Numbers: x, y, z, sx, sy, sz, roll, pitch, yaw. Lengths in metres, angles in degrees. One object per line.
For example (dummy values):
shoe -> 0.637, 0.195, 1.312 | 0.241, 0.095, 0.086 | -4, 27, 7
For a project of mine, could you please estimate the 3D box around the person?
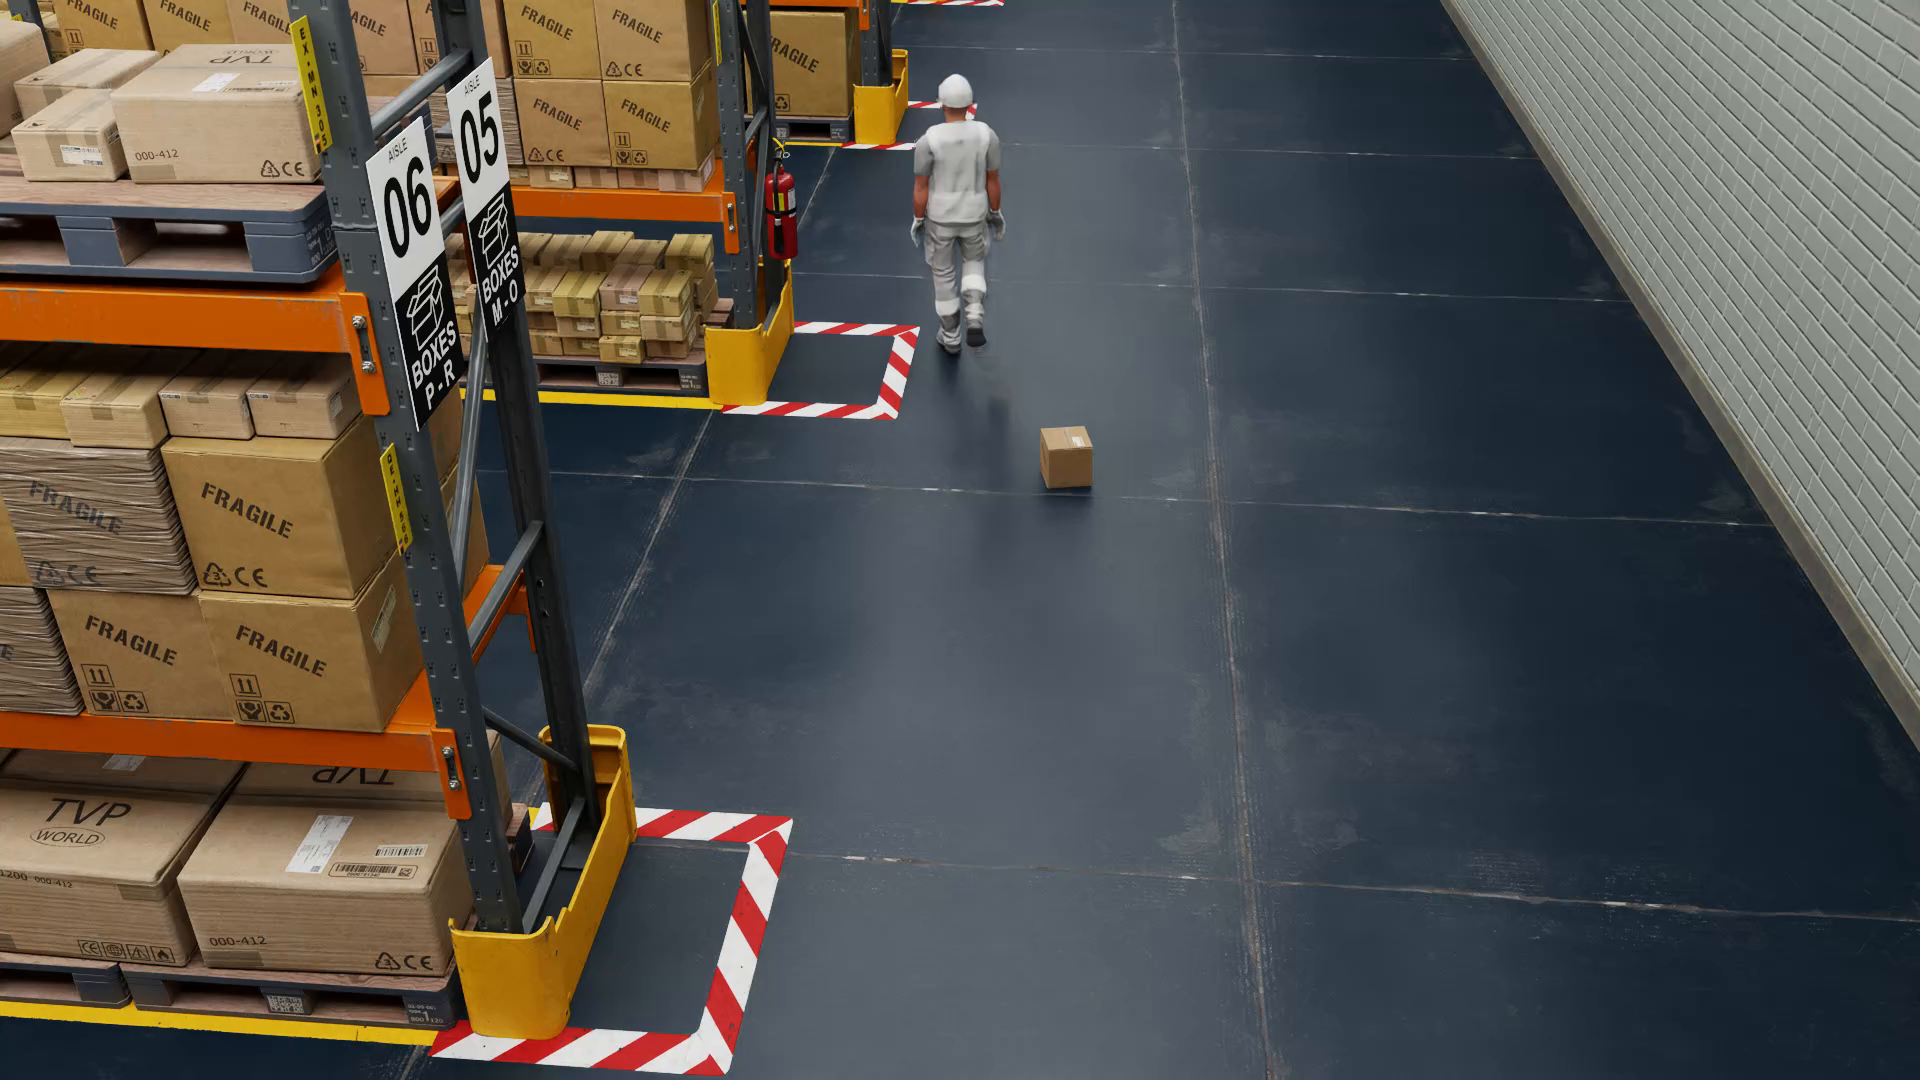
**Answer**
person -> -0.012, -1.996, 10.291 | 0.594, 1.780, 0.494 | -7, 32, -11
